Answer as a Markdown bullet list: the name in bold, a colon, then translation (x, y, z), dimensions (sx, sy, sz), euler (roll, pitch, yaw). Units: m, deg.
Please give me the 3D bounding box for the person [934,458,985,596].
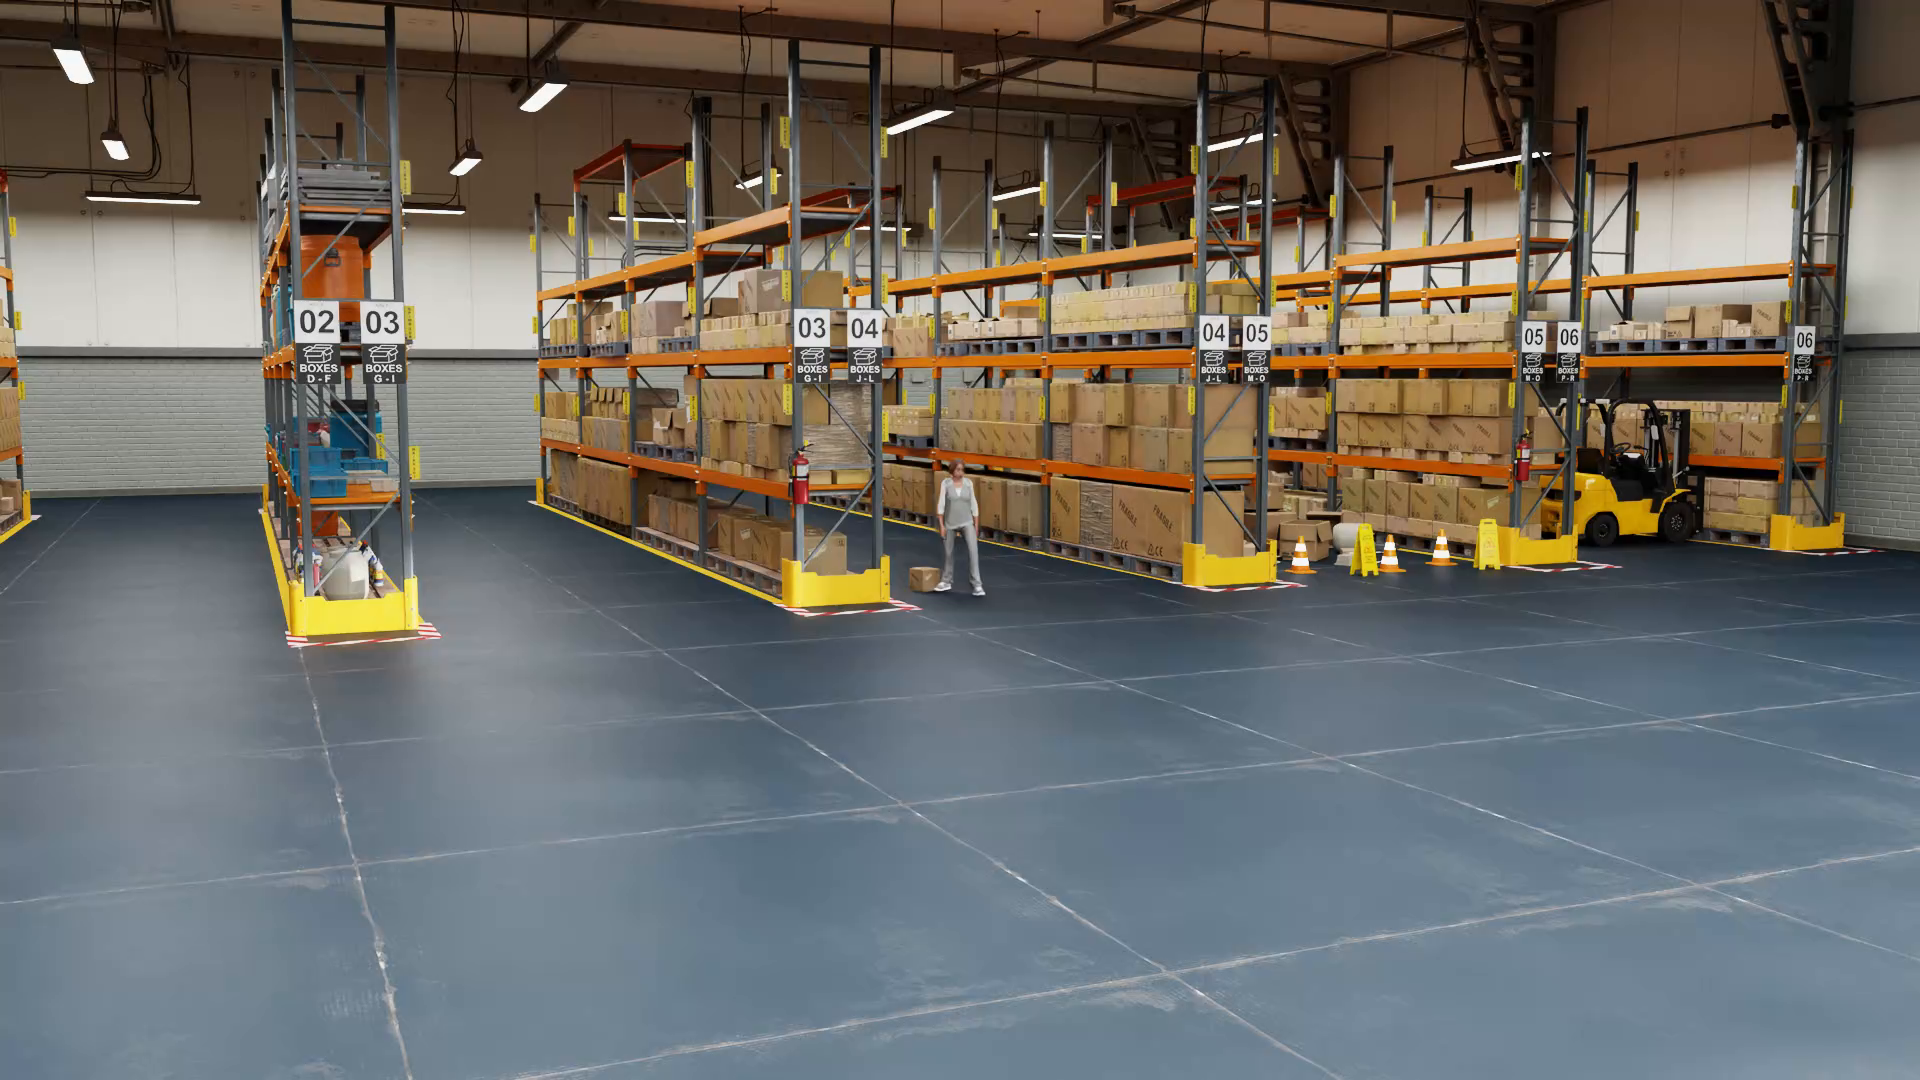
- **person**: translation (-0.016, -0.160, 18.933), dimensions (0.554, 1.558, 0.690), euler (0, 6, -4)
